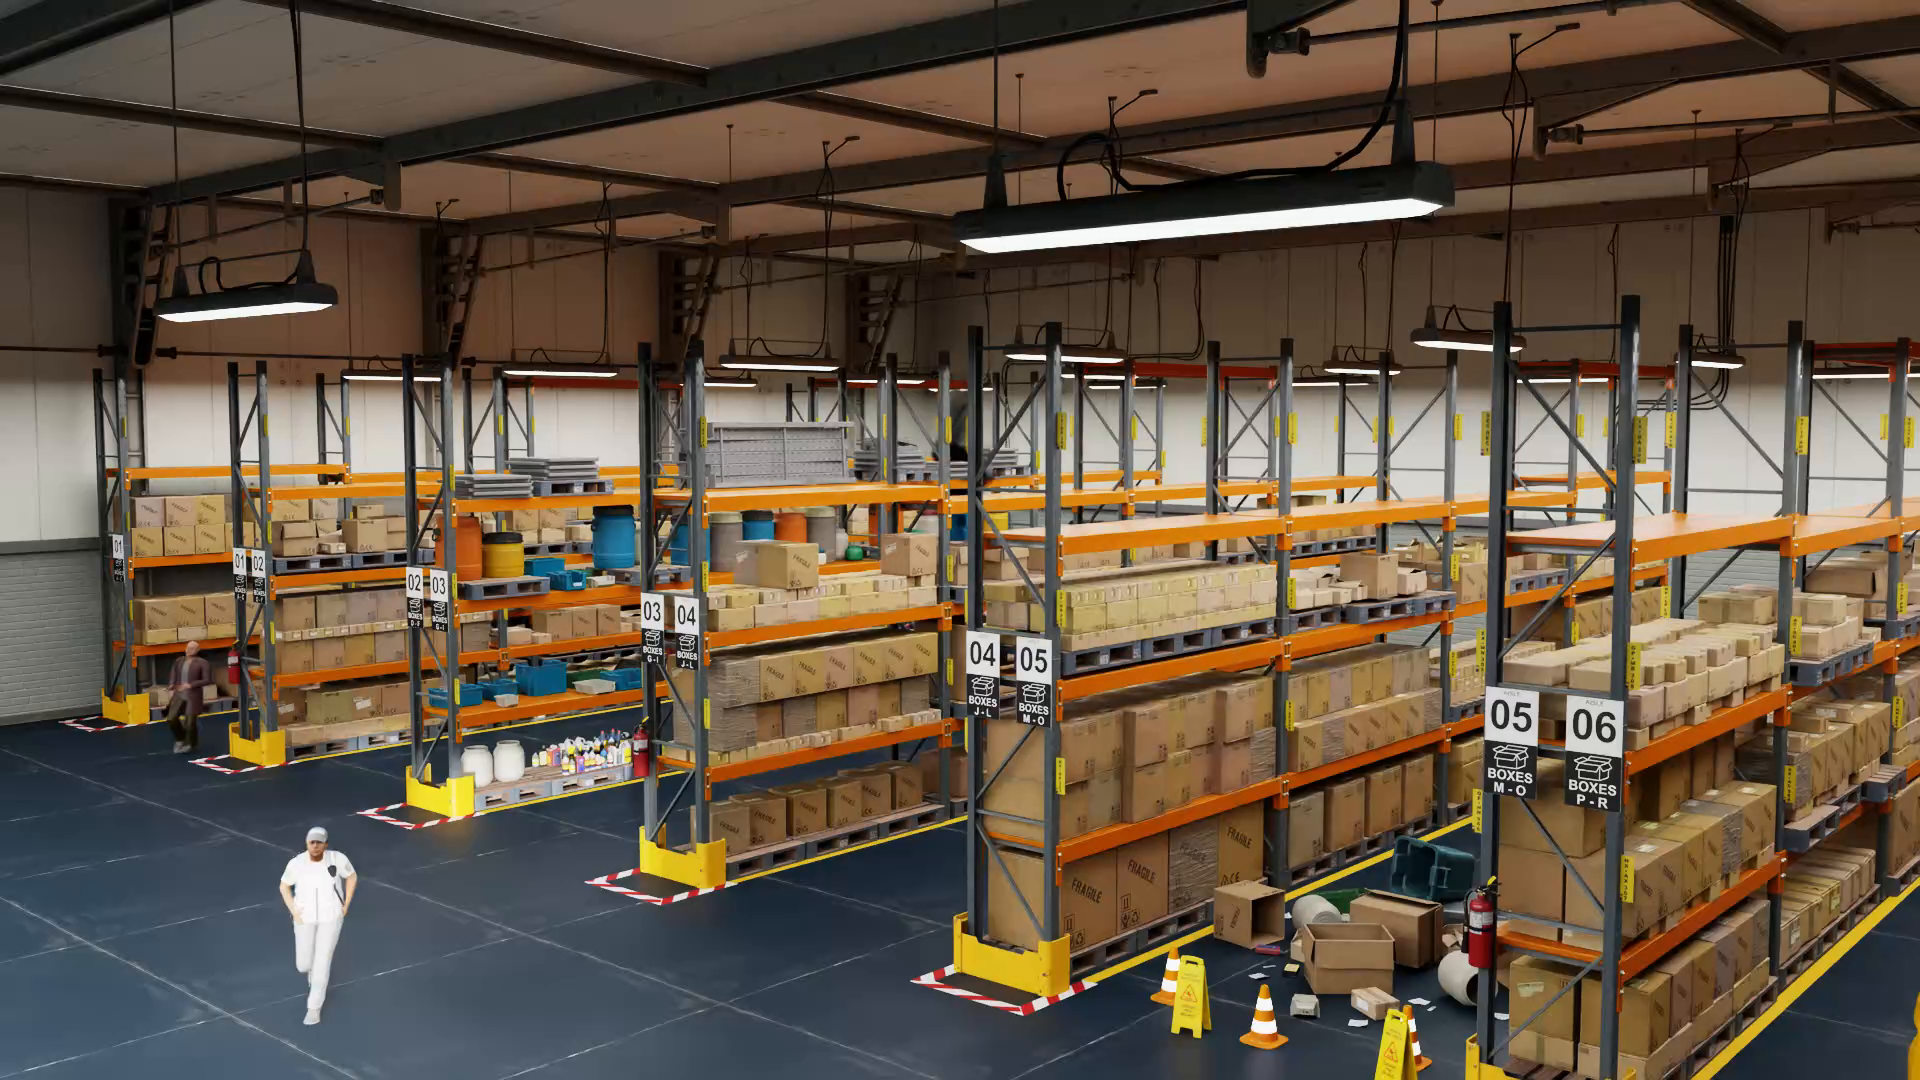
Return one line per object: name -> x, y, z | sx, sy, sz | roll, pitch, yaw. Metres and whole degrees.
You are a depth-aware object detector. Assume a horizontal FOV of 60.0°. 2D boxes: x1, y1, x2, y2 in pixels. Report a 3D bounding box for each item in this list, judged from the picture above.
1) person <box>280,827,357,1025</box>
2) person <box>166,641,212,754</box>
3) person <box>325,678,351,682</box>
person -> -5.597, 3.303, 14.505 | 0.612, 1.644, 0.782 | -1, 4, -16
person -> -11.819, 2.419, 25.491 | 0.723, 1.737, 0.626 | 0, 4, -2
person -> -10.278, 2.258, 27.640 | 0.681, 1.837, 0.829 | 3, 5, 33
